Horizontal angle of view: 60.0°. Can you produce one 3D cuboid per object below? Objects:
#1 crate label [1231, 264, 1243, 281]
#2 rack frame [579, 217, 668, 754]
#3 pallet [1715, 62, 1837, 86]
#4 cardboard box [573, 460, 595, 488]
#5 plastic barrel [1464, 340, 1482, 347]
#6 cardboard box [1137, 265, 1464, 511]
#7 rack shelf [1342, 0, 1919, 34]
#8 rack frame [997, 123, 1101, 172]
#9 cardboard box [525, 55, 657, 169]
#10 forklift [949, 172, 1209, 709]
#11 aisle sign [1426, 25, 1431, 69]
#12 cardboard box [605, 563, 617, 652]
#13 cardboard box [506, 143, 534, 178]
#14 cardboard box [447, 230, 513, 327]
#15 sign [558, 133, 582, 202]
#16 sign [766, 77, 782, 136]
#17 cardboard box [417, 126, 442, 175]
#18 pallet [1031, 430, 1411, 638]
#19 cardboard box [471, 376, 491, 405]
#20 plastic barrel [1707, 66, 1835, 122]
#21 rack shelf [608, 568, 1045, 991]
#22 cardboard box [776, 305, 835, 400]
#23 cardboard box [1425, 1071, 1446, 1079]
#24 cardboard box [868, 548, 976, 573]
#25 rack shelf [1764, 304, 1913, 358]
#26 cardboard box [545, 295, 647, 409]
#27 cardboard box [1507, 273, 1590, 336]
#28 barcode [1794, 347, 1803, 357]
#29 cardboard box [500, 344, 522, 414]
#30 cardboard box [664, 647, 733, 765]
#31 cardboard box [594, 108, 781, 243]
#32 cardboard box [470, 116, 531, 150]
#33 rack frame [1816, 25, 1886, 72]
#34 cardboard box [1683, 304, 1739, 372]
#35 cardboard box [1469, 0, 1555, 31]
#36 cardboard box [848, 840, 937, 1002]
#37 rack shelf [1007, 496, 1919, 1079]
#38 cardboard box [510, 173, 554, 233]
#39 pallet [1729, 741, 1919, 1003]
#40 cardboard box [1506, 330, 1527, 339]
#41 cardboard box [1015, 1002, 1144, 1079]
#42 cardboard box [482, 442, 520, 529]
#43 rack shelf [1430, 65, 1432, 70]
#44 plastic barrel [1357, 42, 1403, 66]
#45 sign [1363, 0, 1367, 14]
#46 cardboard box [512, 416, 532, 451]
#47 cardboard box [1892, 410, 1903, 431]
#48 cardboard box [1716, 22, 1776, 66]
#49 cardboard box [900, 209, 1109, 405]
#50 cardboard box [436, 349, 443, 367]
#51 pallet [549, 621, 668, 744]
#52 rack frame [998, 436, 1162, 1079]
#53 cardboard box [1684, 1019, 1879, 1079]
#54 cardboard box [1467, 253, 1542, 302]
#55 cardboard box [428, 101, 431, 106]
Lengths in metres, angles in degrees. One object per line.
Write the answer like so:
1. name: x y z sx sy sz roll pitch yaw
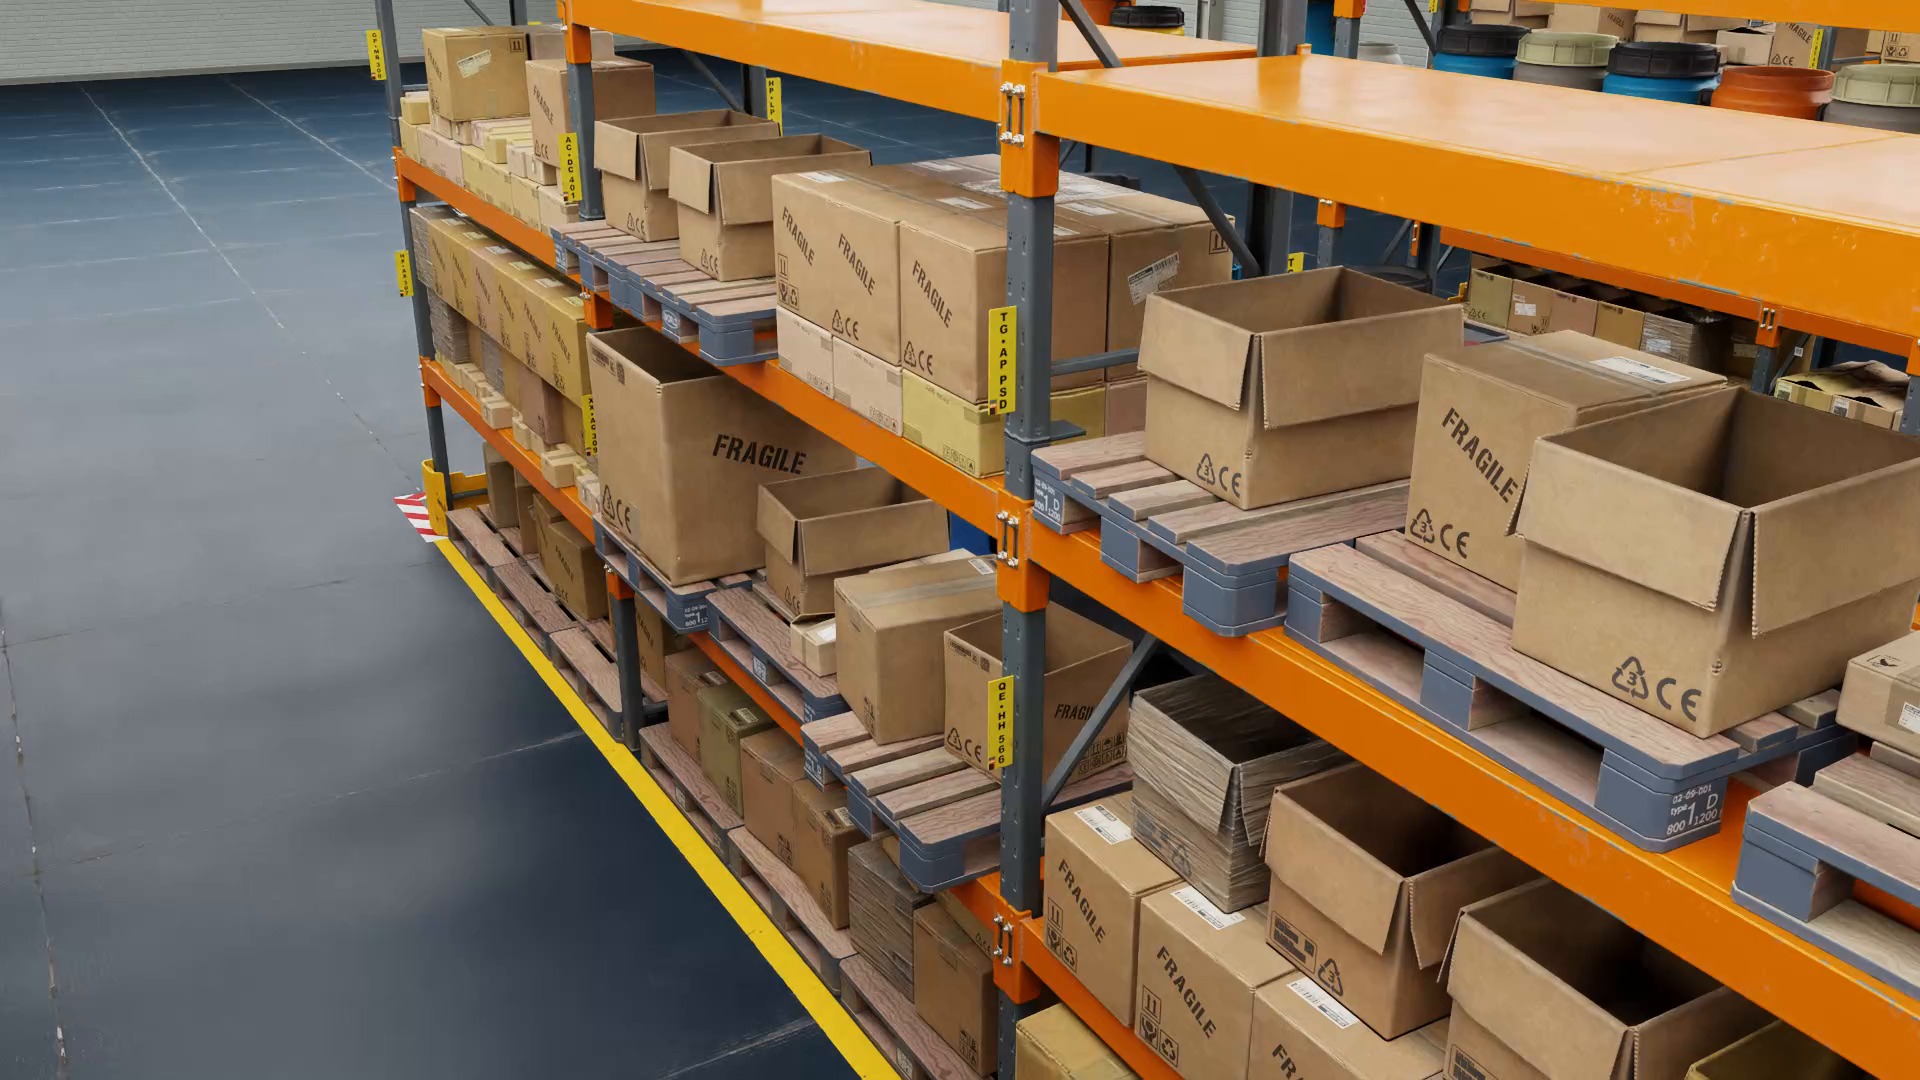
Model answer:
1. crate label: 1.941 -2.025 13.262 0.502 0.435 0.616 -13 25 -28
2. rack frame: -1.446 -0.305 9.077 1.000 3.000 0.127 -13 25 -28
3. pallet: 6.614 -3.829 13.881 1.003 0.211 1.213 -13 25 -28
4. cardboard box: -2.004 -0.377 9.588 0.380 0.149 0.250 -13 25 -28
5. plastic barrel: 3.112 -0.968 10.530 0.433 0.535 0.433 0 22 0
6. cardboard box: 0.971 -0.458 4.777 0.797 0.503 0.637 -11 25 -25
7. rack shelf: 3.834 -2.870 8.909 1.077 0.370 4.000 -13 25 -28
8. rack frame: 0.769 -2.552 14.607 1.000 3.000 0.127 -13 25 -28
9. cardboard box: -1.895 -2.207 8.581 0.500 0.500 0.500 -13 26 -30
10. forklift: 0.837 -0.592 9.877 1.130 2.935 3.031 -9 24 -21
11. aisle sign: 4.732 -4.670 16.366 0.394 0.787 0.004 -13 25 -28
12. cardboard box: -1.915 0.338 10.259 0.500 0.500 0.500 -5 23 -11
13. cardboard box: -2.284 -2.112 9.210 0.380 0.149 0.250 -13 26 -30
14. cardboard box: -2.937 -1.692 10.634 0.500 0.500 0.500 -13 25 -28
15. sign: -1.909 -1.827 8.152 0.100 0.325 0.005 -13 25 -28
16. sign: -0.971 -2.224 8.606 0.100 0.325 0.005 -13 25 -28
17. cardboard box: -3.197 -2.548 10.812 0.500 0.250 0.500 -13 26 -29
18. pallet: 0.972 -0.114 4.875 1.213 0.211 1.003 -11 25 -26
19. cardboard box: -3.056 -1.017 11.164 0.380 0.149 0.250 -13 25 -28
20. plastic barrel: 4.288 -2.070 8.867 0.600 0.830 0.708 -13 25 -28
21. rack shelf: -0.424 0.676 7.620 1.077 0.370 4.000 -13 25 -28
22. cardboard box: -0.376 -0.758 6.408 0.500 0.250 0.500 -12 25 -27
23. cardboard box: 1.395 1.647 4.142 0.500 0.500 0.500 -13 25 -28
24. cardboard box: -0.061 0.278 7.284 0.500 0.250 0.500 -13 26 -30
25. rack shelf: 8.094 -1.228 12.305 1.077 0.370 4.000 -13 25 -28
26. cardboard box: -1.913 -1.045 9.042 0.500 0.500 0.500 -13 25 -28
27. cardboard box: 5.635 -2.235 15.923 0.500 0.500 0.500 -13 25 -28
28. barcode: 6.845 -1.537 13.569 0.001 0.075 0.075 -13 25 -28
29. cardboard box: -2.410 -1.127 10.573 0.875 0.500 0.500 -13 25 -28
30. cardboard box: -1.151 0.852 8.966 0.700 0.500 0.500 -15 26 -32
31. cardboard box: -1.291 -1.765 7.993 0.797 0.503 0.637 -14 26 -31
32. cardboard box: -2.745 -2.471 10.094 0.380 0.149 0.250 -13 25 -29
33. rack frame: 7.072 -4.988 12.632 1.000 3.000 0.127 -13 25 -28
34. cardboard box: 6.842 -1.848 14.972 0.500 0.500 0.500 -13 25 -28
35. cardboard box: 5.319 -5.014 15.798 0.797 0.503 0.637 -11 24 -25
36. cardboard box: -0.057 1.554 7.239 0.700 0.500 0.500 -15 27 -33
37. rack shelf: 1.619 0.581 3.869 1.077 0.370 4.000 -13 25 -28
38. cardboard box: -2.161 -1.893 9.201 0.500 0.250 0.500 -12 25 -27
39. pallet: 2.130 0.697 2.884 0.805 0.209 1.217 -14 26 -30
40. cardboard box: 5.625 -1.885 16.059 0.500 0.250 0.500 -13 25 -28
41. cardboard box: 0.932 2.007 5.653 1.225 0.875 0.875 -14 26 -31
42. cardboard box: -3.185 -0.431 12.149 0.500 0.500 0.500 -8 23 -18
43. rack shelf: 6.050 -3.913 14.926 1.077 0.370 4.000 -13 25 -28
44. plastic barrel: 2.761 -3.070 11.192 0.421 0.512 0.421 0 22 0
45. sign: 6.174 -8.243 25.529 0.001 0.298 0.199 -13 25 -28
46. cardboard box: -2.562 -0.690 10.358 0.380 0.149 0.250 -13 25 -28
47. cardboard box: 7.586 -0.877 12.835 0.500 0.311 0.500 -14 26 -30
48. cardboard box: 6.766 -4.205 14.065 0.500 0.311 0.500 -14 26 -31
49. cardboard box: 0.138 -0.784 5.475 0.500 0.500 0.500 -12 25 -27
50. cardboard box: -3.549 -1.345 11.970 0.380 0.149 0.250 -13 25 -28
51. pallet: -1.820 0.777 10.120 1.003 0.211 1.213 -13 25 -28
52. rack frame: 0.597 0.990 5.892 1.000 3.000 0.127 -13 25 -28
53. cardboard box: 1.966 1.344 3.555 0.797 0.503 0.637 -12 25 -28
54. cardboard box: 5.559 -2.655 16.959 0.500 0.500 0.500 -13 25 -28
55. cardboard box: -3.263 -2.810 10.927 0.380 0.149 0.250 -13 26 -29
